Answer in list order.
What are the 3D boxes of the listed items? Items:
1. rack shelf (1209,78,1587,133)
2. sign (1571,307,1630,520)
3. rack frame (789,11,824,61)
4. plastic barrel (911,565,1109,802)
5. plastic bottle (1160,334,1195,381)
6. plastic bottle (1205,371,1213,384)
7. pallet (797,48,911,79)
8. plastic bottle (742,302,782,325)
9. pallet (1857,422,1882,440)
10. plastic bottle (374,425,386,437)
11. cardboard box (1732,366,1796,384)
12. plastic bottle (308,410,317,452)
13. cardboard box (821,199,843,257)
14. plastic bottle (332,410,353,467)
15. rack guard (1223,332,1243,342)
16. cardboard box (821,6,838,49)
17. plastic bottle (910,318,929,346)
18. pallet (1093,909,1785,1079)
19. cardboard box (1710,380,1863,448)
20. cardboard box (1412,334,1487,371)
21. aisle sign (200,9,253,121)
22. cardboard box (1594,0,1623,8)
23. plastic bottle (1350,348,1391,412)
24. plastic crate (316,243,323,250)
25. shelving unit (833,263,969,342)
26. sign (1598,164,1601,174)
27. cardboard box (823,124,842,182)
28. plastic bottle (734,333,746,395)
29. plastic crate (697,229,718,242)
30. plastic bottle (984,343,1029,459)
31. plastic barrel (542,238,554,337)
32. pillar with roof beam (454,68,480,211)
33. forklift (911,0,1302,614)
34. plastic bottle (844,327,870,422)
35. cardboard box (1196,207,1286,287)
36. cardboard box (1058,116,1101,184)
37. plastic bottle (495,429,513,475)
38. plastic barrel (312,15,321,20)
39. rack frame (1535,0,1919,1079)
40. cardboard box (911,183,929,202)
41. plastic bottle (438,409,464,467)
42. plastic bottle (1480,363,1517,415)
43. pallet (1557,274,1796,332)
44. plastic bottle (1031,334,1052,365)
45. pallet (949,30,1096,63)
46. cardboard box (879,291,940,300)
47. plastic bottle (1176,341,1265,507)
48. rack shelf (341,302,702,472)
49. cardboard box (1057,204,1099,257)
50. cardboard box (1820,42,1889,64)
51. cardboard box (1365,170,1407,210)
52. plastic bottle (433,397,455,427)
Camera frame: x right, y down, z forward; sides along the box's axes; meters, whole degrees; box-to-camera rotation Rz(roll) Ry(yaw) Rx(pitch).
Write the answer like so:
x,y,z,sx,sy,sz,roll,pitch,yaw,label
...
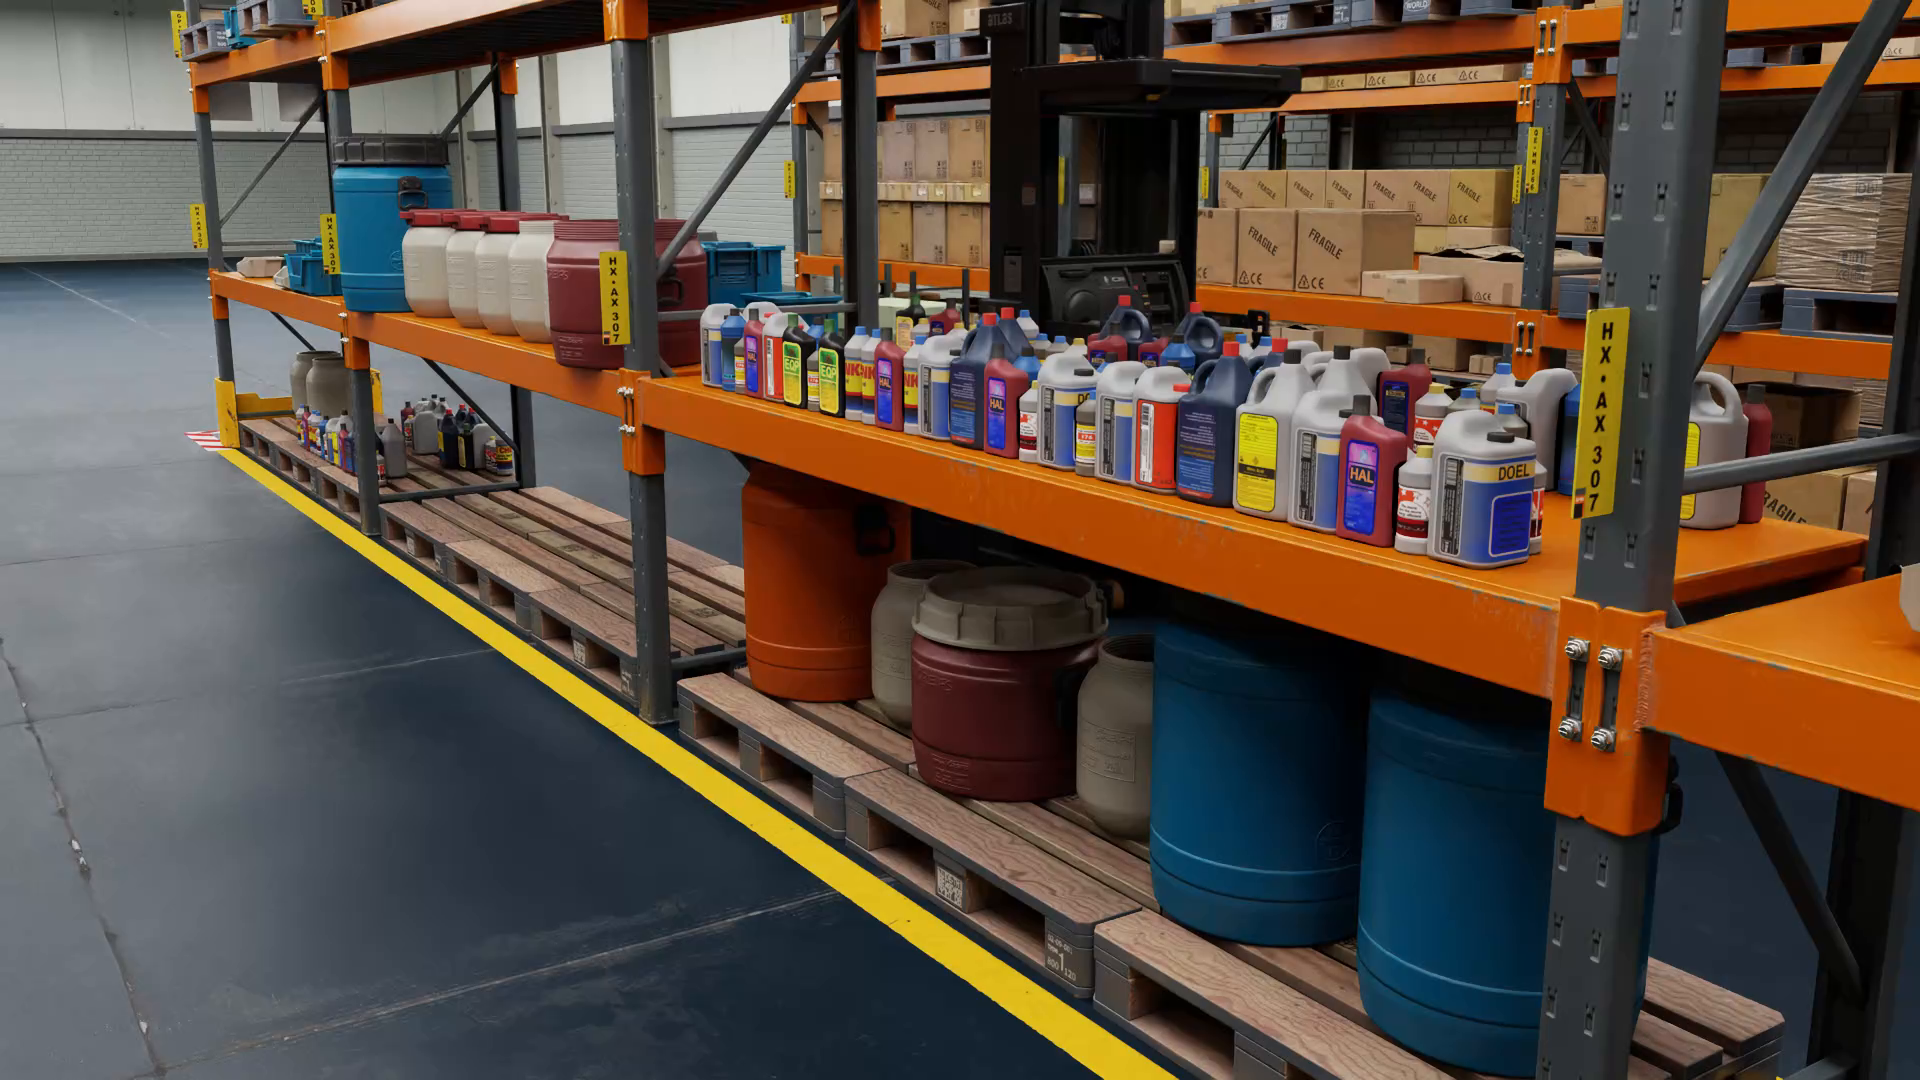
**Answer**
x,y,z,sx,sy,sz,roll,pitch,yaw,label
4.163,-4.191,16.167,1.077,0.370,4.000,-8,15,-33,rack shelf
0.997,-0.196,2.590,0.100,0.325,0.005,-8,15,-33,sign
-1.067,-5.776,14.712,1.000,3.000,0.127,-8,15,-33,rack frame
0.151,0.421,5.075,0.600,0.588,0.708,-8,15,-33,plastic barrel
0.606,-0.438,4.643,0.097,0.271,0.097,0,12,0,plastic bottle
0.581,-0.268,3.865,0.097,0.271,0.097,0,12,0,plastic bottle
-0.696,-4.139,14.453,1.003,0.211,1.213,-8,15,-33,pallet
-0.663,-0.679,5.738,0.152,0.276,0.135,-8,15,-33,plastic bottle
7.056,-0.787,12.466,1.003,0.211,1.213,-8,15,-33,pallet
-3.570,-0.570,10.291,0.152,0.276,0.135,-8,15,-33,plastic bottle
6.558,-1.316,13.179,0.700,0.500,0.500,-8,15,-33,cardboard box
-4.257,-0.722,10.998,0.097,0.271,0.097,0,12,0,plastic bottle
-0.819,-2.810,14.956,0.700,0.500,0.500,-8,15,-33,cardboard box
-3.858,-0.641,10.445,0.144,0.351,0.185,-8,15,-33,plastic bottle
3.097,-2.198,18.243,1.175,0.500,0.348,-8,15,-33,rack guard
-0.752,-4.532,14.492,0.797,0.503,0.637,-7,14,-29,cardboard box
-0.132,-0.696,5.989,0.097,0.201,0.097,0,12,0,plastic bottle
1.064,1.094,3.864,1.003,0.211,1.213,-8,15,-33,pallet
4.114,-0.635,8.310,0.500,0.250,0.500,-7,14,-31,cardboard box
4.663,-1.895,15.827,0.500,0.500,0.500,-9,16,-37,cardboard box
-5.476,-3.508,12.297,0.394,0.787,0.004,-8,15,-33,aisle sign
3.636,-2.864,8.179,0.910,0.500,0.500,-8,15,-33,cardboard box
1.004,-0.357,4.265,0.152,0.276,0.135,-8,15,-33,plastic bottle
-4.311,-2.018,11.915,0.499,0.251,0.408,-8,15,-33,plastic crate
-0.340,-0.813,9.570,0.431,1.500,0.755,-10,16,-38,shelving unit
5.732,-3.353,14.964,0.100,0.325,0.005,-8,15,-33,sign
-0.789,-3.434,14.774,0.700,0.500,0.500,-8,15,-33,cardboard box
-0.694,-0.584,5.475,0.097,0.201,0.097,0,12,0,plastic bottle
-1.400,-1.192,7.642,0.402,0.464,0.583,-8,15,-33,plastic crate
0.118,-0.356,4.243,0.061,0.283,0.133,-8,15,-33,plastic bottle
-1.508,-1.050,6.878,0.421,0.512,0.421,0,12,0,plastic barrel
-16.042,-11.167,39.363,9.100,9.000,0.548,-8,15,-33,pillar with roof beam
0.906,-1.202,7.998,1.130,2.935,3.031,-10,16,-38,forklift
-0.290,-0.488,4.874,0.097,0.271,0.097,0,12,0,plastic bottle
1.853,-1.951,11.028,0.500,0.500,0.500,-7,14,-29,cardboard box
0.899,-2.895,12.308,0.700,0.500,0.500,-8,15,-32,cardboard box
-2.788,-0.539,10.163,0.097,0.271,0.097,0,12,0,plastic bottle
-4.455,-3.835,11.431,0.600,0.588,0.600,0,12,0,plastic barrel
1.454,-0.125,2.914,0.949,2.616,0.053,-8,15,-33,rack frame
-0.177,-2.843,13.587,0.380,0.149,0.250,-8,15,-32,cardboard box
-3.198,-0.645,10.461,0.144,0.351,0.185,-8,15,-33,plastic bottle
1.273,-0.279,3.919,0.097,0.271,0.097,0,12,0,plastic bottle
3.800,-1.217,8.354,1.213,0.211,1.003,-8,15,-33,pallet
0.266,-0.568,5.405,0.097,0.201,0.097,0,12,0,plastic bottle
0.656,-3.705,12.469,1.003,0.211,1.213,-8,15,-33,pallet
-0.522,-2.014,15.247,0.500,0.500,0.500,-8,15,-33,cardboard box
0.572,-0.259,3.642,0.144,0.351,0.185,-8,15,-33,plastic bottle
-1.868,-0.842,7.872,1.077,0.370,4.000,-8,15,-33,rack shelf
0.899,-2.261,12.447,0.700,0.500,0.500,-9,15,-34,cardboard box
6.847,-3.777,12.302,0.797,0.503,0.637,-6,14,-25,cardboard box
4.201,-3.251,15.753,0.500,0.500,0.500,-9,15,-34,cardboard box
-3.418,-0.771,11.038,0.144,0.351,0.185,-8,15,-33,plastic bottle
